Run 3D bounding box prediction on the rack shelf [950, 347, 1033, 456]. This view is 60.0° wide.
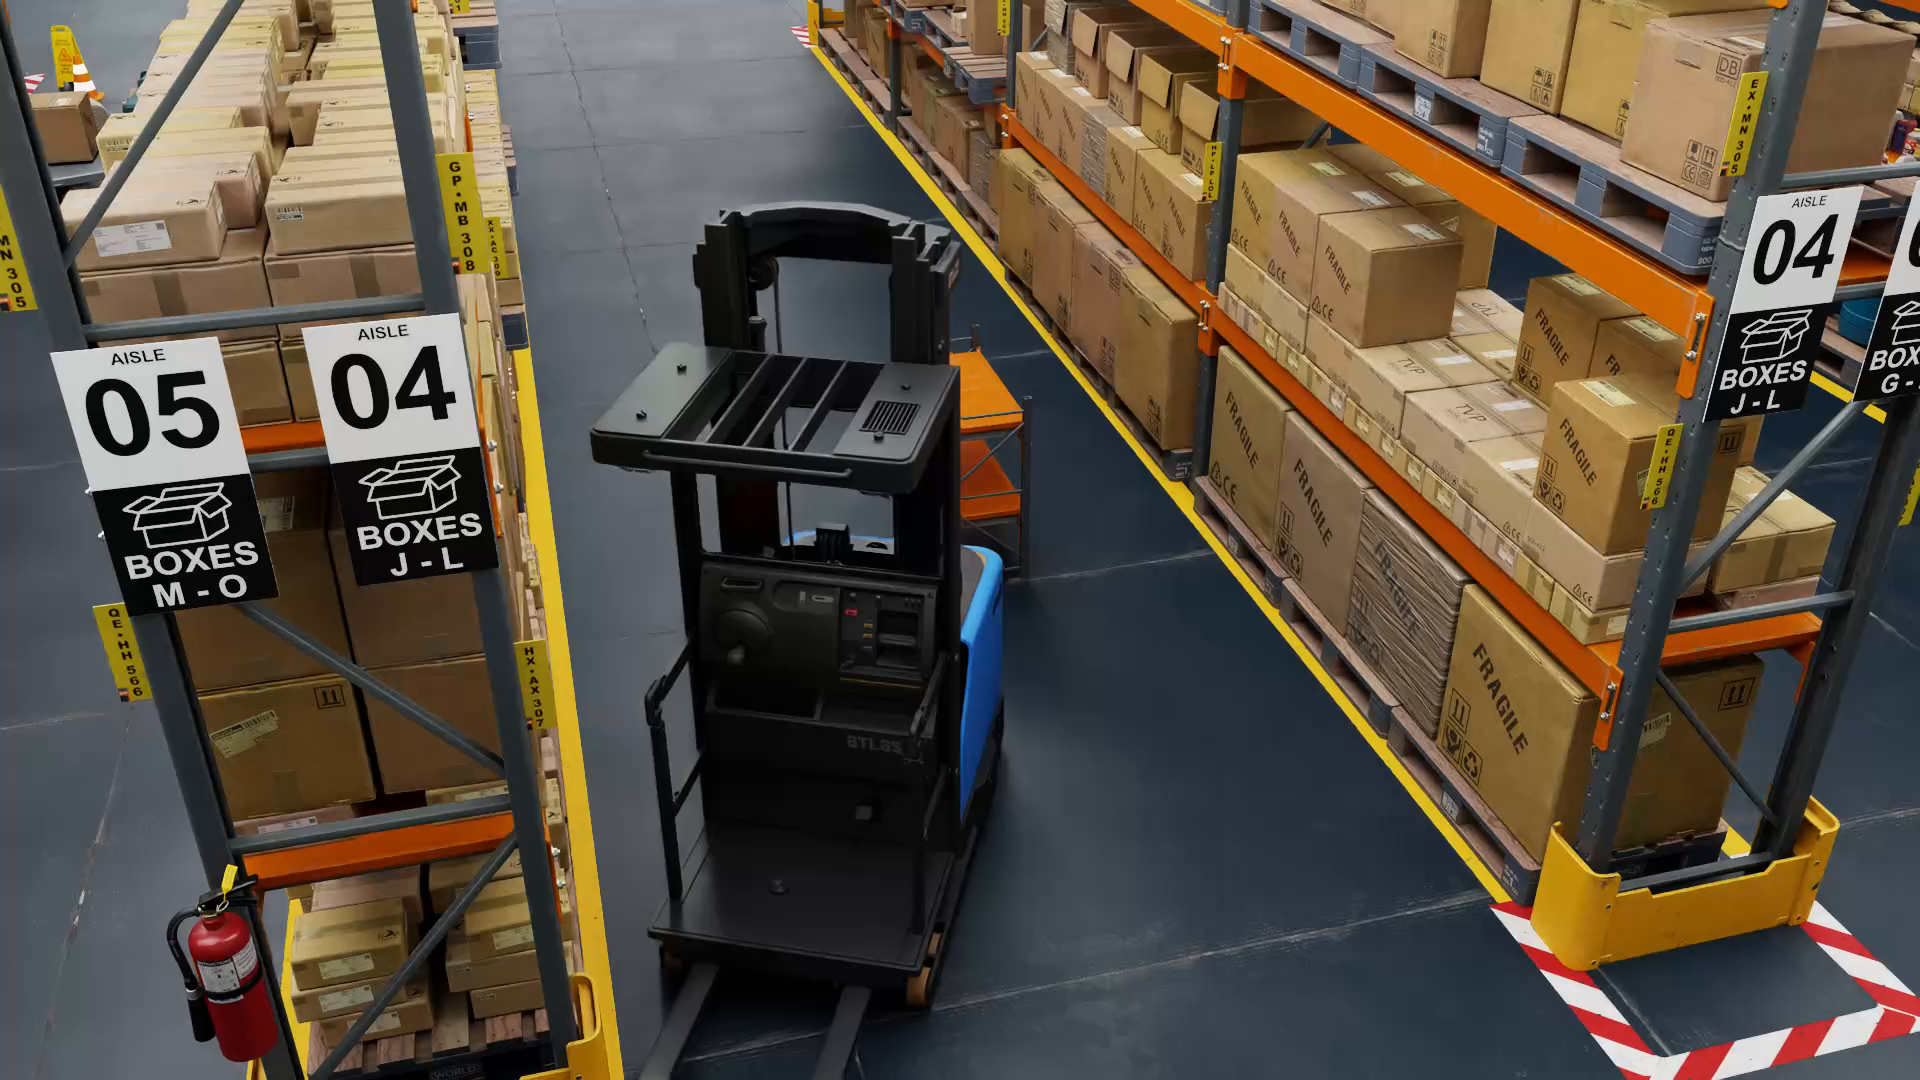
[{"bbox_3d":[0.002,-0.737,9.316,0.538,0.278,1.000,-8,31,-13],"label":"rack shelf"}]

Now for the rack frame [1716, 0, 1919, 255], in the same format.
[{"bbox_3d":[2.978,-2.312,4.762,1.000,3.000,0.127,-8,31,-13],"label":"rack frame"}]

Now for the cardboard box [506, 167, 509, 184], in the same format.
[{"bbox_3d":[-3.111,-2.370,10.682,0.380,0.149,0.250,-9,31,-15],"label":"cardboard box"}]

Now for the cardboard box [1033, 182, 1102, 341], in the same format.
[{"bbox_3d":[1.247,-2.074,12.041,1.225,0.875,0.875,-8,31,-13],"label":"cardboard box"}]

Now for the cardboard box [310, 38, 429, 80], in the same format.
[{"bbox_3d":[-2.081,-1.668,5.896,0.380,0.149,0.250,-7,31,-12],"label":"cardboard box"}]

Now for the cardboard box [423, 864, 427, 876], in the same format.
[{"bbox_3d":[-2.402,1.353,6.845,0.380,0.149,0.250,-8,31,-13],"label":"cardboard box"}]

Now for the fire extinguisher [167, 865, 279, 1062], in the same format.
[{"bbox_3d":[-2.209,1.273,5.006,0.296,0.674,0.183,-8,31,-13],"label":"fire extinguisher"}]

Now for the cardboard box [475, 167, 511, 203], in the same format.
[{"bbox_3d":[-2.763,-1.998,9.445,0.380,0.149,0.250,-8,31,-14],"label":"cardboard box"}]

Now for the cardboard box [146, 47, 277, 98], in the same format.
[{"bbox_3d":[-2.589,-1.595,5.770,0.380,0.149,0.250,-9,31,-15],"label":"cardboard box"}]

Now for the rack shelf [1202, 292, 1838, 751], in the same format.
[{"bbox_3d":[2.447,-0.370,8.114,1.077,0.370,4.000,-8,31,-13],"label":"rack shelf"}]

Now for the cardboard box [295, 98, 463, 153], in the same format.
[{"bbox_3d":[-1.959,-1.299,5.656,0.500,0.250,0.500,-7,31,-13],"label":"cardboard box"}]

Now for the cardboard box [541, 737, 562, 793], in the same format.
[{"bbox_3d":[-1.986,1.036,7.392,0.380,0.149,0.250,-9,31,-16],"label":"cardboard box"}]

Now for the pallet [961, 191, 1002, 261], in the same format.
[{"bbox_3d":[0.649,-2.750,14.291,1.003,0.211,1.213,-8,31,-13],"label":"pallet"}]

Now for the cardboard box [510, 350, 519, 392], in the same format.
[{"bbox_3d":[-3.237,-1.281,11.045,0.500,0.500,0.500,-9,31,-16],"label":"cardboard box"}]

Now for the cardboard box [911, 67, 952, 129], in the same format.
[{"bbox_3d":[-0.065,-4.321,16.277,0.700,0.500,0.500,-10,32,-17],"label":"cardboard box"}]

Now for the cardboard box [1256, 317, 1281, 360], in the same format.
[{"bbox_3d":[1.815,-1.098,8.903,0.380,0.149,0.250,-7,31,-12],"label":"cardboard box"}]

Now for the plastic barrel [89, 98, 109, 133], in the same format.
[{"bbox_3d":[-8.815,-4.215,16.609,0.512,0.421,0.421,13,32,21],"label":"plastic barrel"}]

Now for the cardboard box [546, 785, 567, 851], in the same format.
[{"bbox_3d":[-1.775,1.135,6.627,0.380,0.149,0.250,-8,31,-13],"label":"cardboard box"}]

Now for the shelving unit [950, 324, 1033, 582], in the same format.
[{"bbox_3d":[0.002,-0.484,9.463,0.538,1.125,1.048,-8,31,-13],"label":"shelving unit"}]

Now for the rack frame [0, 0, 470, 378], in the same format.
[{"bbox_3d":[-1.831,-1.702,3.707,1.000,3.000,0.127,-8,31,-13],"label":"rack frame"}]

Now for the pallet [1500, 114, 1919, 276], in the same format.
[{"bbox_3d":[2.771,-1.333,6.152,1.003,0.211,1.213,-8,31,-13],"label":"pallet"}]

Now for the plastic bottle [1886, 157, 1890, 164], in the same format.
[{"bbox_3d":[6.242,-2.493,11.260,0.097,0.201,0.097,0,30,0],"label":"plastic bottle"}]

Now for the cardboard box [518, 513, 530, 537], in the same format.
[{"bbox_3d":[-2.502,-0.004,8.892,0.380,0.149,0.250,-7,31,-12],"label":"cardboard box"}]

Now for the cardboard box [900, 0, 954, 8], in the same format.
[{"bbox_3d":[-0.131,-5.551,15.327,1.000,1.000,1.000,-8,31,-13],"label":"cardboard box"}]

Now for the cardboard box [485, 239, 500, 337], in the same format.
[{"bbox_3d":[-2.364,-1.202,7.437,0.500,0.500,0.500,-9,31,-15],"label":"cardboard box"}]

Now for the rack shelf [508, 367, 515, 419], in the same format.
[{"bbox_3d":[-3.423,-1.692,10.397,1.077,0.370,4.000,-8,31,-13],"label":"rack shelf"}]

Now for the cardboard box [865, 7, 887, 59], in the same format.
[{"bbox_3d":[-0.779,-5.651,18.594,0.500,0.500,0.500,-5,30,-9],"label":"cardboard box"}]

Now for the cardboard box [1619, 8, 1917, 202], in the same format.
[{"bbox_3d":[2.789,-1.526,5.780,0.700,0.500,0.500,-10,31,-16],"label":"cardboard box"}]

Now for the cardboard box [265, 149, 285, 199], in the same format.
[{"bbox_3d":[-2.335,-0.990,5.123,0.500,0.250,0.500,-9,31,-15],"label":"cardboard box"}]

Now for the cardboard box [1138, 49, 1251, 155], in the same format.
[{"bbox_3d":[1.568,-2.766,10.433,0.797,0.503,0.637,-8,31,-13],"label":"cardboard box"}]

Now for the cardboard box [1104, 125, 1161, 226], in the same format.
[{"bbox_3d":[1.259,-2.372,10.754,0.500,0.500,0.500,-8,31,-14],"label":"cardboard box"}]

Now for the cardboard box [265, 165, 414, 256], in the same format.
[{"bbox_3d":[-1.697,-0.914,4.593,0.380,0.149,0.250,-8,31,-14],"label":"cardboard box"}]

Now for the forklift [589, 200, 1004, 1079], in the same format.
[{"bbox_3d":[-0.589,0.371,6.182,1.130,2.935,3.031,6,31,10],"label":"forklift"}]

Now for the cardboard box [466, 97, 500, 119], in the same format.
[{"bbox_3d":[-3.173,-2.747,10.740,0.380,0.149,0.250,-7,31,-12],"label":"cardboard box"}]

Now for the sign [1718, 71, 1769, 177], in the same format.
[{"bbox_3d":[2.451,-1.298,5.198,0.100,0.325,0.005,-8,31,-13],"label":"sign"}]

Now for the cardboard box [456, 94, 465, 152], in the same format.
[{"bbox_3d":[-2.245,-1.581,6.643,0.500,0.250,0.500,-8,31,-14],"label":"cardboard box"}]

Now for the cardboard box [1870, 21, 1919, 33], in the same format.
[{"bbox_3d":[10.003,-5.412,17.872,0.500,0.311,0.500,-8,31,-13],"label":"cardboard box"}]

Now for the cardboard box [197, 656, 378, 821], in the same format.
[{"bbox_3d":[-2.198,0.540,5.426,0.500,0.500,0.500,-7,31,-12],"label":"cardboard box"}]

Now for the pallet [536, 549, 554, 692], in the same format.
[{"bbox_3d":[-2.680,0.489,8.694,1.003,0.211,1.213,-8,31,-13],"label":"pallet"}]

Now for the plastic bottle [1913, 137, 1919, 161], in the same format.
[{"bbox_3d":[6.809,-2.778,11.753,0.097,0.201,0.097,0,30,0],"label":"plastic bottle"}]

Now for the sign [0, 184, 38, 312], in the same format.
[{"bbox_3d":[-2.371,-0.722,4.126,0.100,0.325,0.005,-8,31,-13],"label":"sign"}]

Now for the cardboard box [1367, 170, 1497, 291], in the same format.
[{"bbox_3d":[2.425,-1.607,8.637,0.500,0.500,0.500,-8,31,-13],"label":"cardboard box"}]

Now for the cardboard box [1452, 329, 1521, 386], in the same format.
[{"bbox_3d":[2.693,-0.792,7.977,0.500,0.250,0.500,-8,31,-14],"label":"cardboard box"}]

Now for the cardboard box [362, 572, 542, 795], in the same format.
[{"bbox_3d":[-1.683,0.469,5.548,0.500,0.500,0.500,-6,31,-11],"label":"cardboard box"}]

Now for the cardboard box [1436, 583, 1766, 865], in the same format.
[{"bbox_3d":[2.731,0.723,7.207,0.875,0.875,0.875,-8,31,-13],"label":"cardboard box"}]

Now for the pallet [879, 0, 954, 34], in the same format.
[{"bbox_3d":[-0.144,-5.040,15.655,1.003,0.211,1.213,-8,31,-13],"label":"pallet"}]

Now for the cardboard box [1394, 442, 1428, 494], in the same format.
[{"bbox_3d":[2.224,-0.354,7.617,0.380,0.149,0.250,-8,31,-13],"label":"cardboard box"}]

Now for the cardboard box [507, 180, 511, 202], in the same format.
[{"bbox_3d":[-2.836,-1.995,9.737,0.380,0.149,0.250,-7,31,-11],"label":"cardboard box"}]

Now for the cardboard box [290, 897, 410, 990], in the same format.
[{"bbox_3d":[-2.215,1.467,6.053,0.380,0.149,0.250,-7,31,-13],"label":"cardboard box"}]

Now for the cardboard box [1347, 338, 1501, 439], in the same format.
[{"bbox_3d":[2.182,-0.720,7.853,0.500,0.250,0.500,-8,31,-13],"label":"cardboard box"}]

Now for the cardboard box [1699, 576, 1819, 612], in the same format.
[{"bbox_3d":[3.202,0.178,6.700,0.380,0.149,0.250,-8,31,-13],"label":"cardboard box"}]

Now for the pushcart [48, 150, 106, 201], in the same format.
[{"bbox_3d":[-7.576,-3.386,15.224,1.648,0.377,0.936,-20,35,-30],"label":"pushcart"}]

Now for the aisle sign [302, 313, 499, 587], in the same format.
[{"bbox_3d":[-1.522,-0.235,4.566,0.394,0.787,0.004,-8,31,-13],"label":"aisle sign"}]

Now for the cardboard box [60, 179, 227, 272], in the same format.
[{"bbox_3d":[-2.202,-0.849,4.481,0.380,0.149,0.250,-8,31,-14],"label":"cardboard box"}]
